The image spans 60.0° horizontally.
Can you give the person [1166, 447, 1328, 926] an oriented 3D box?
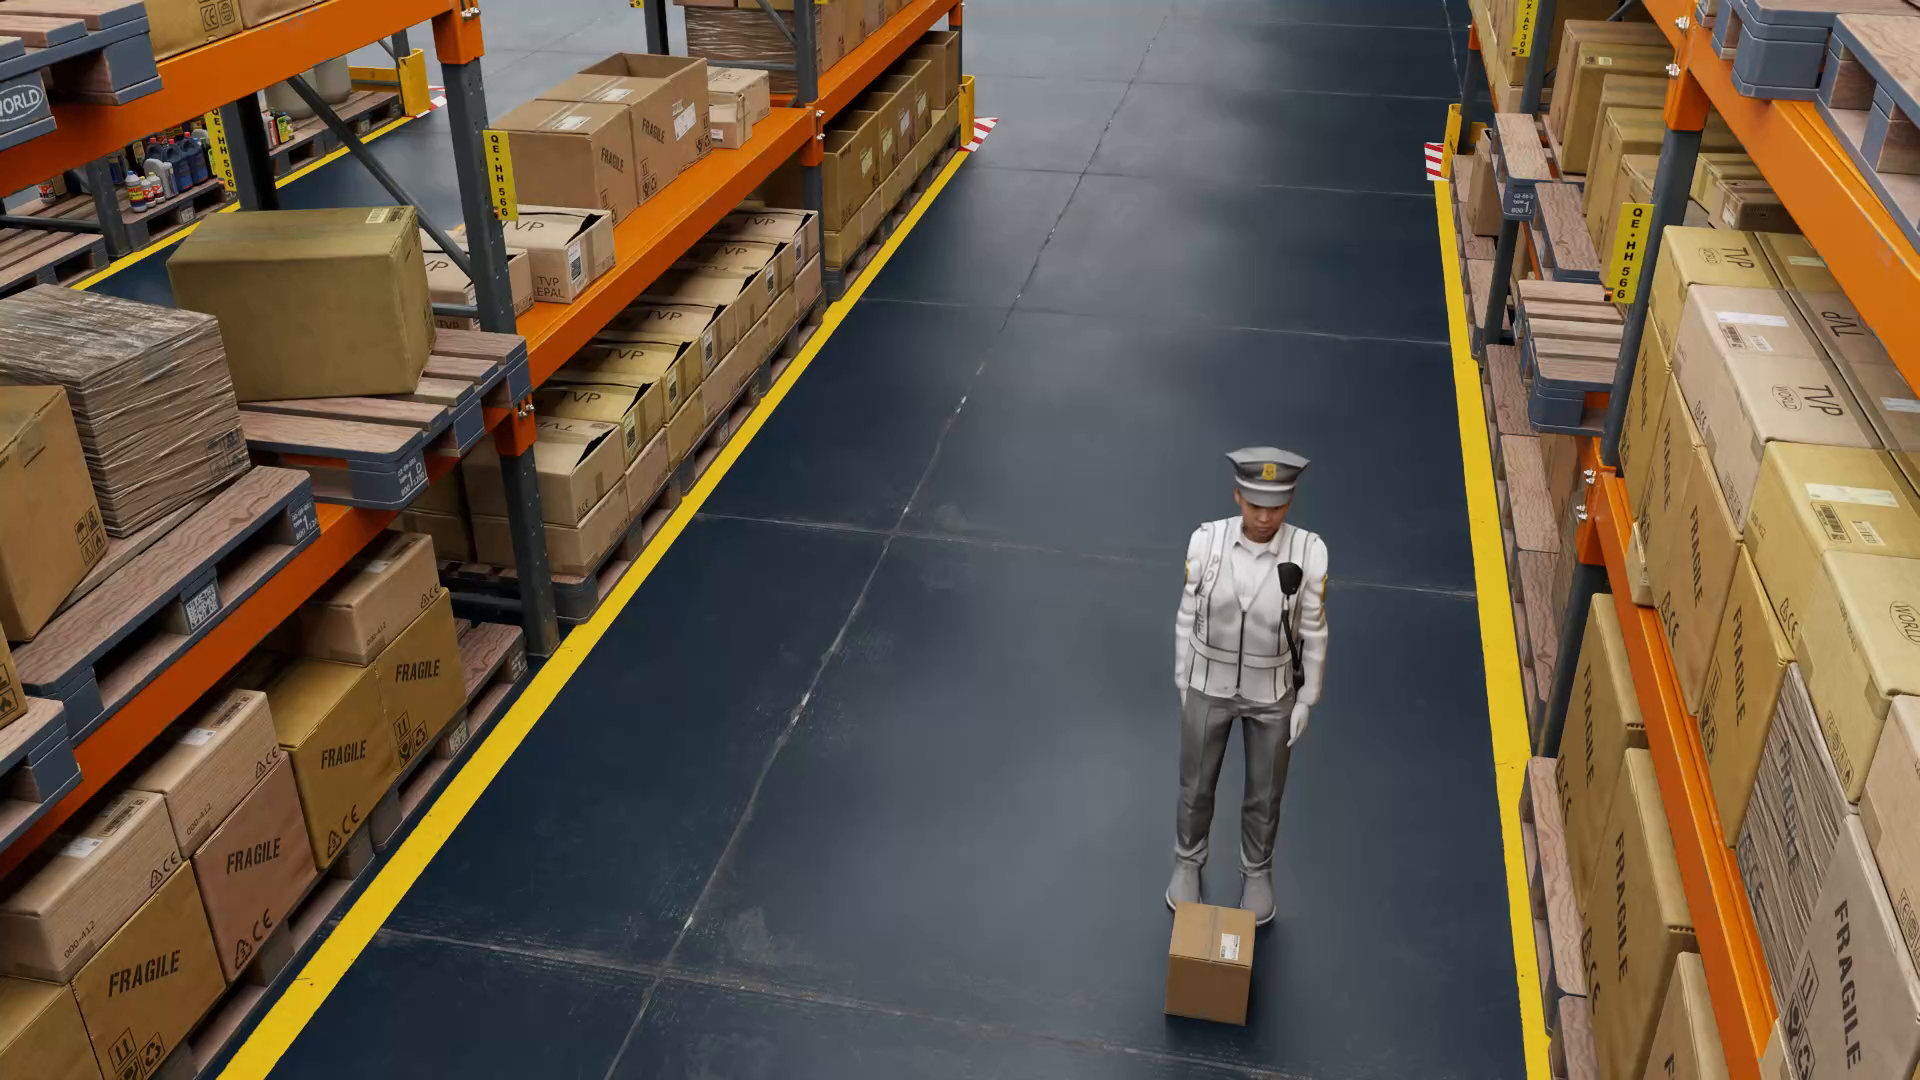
[{"bbox_3d":[0.900,0.478,5.250,0.468,1.682,0.341,7,30,12],"label":"person"}]
